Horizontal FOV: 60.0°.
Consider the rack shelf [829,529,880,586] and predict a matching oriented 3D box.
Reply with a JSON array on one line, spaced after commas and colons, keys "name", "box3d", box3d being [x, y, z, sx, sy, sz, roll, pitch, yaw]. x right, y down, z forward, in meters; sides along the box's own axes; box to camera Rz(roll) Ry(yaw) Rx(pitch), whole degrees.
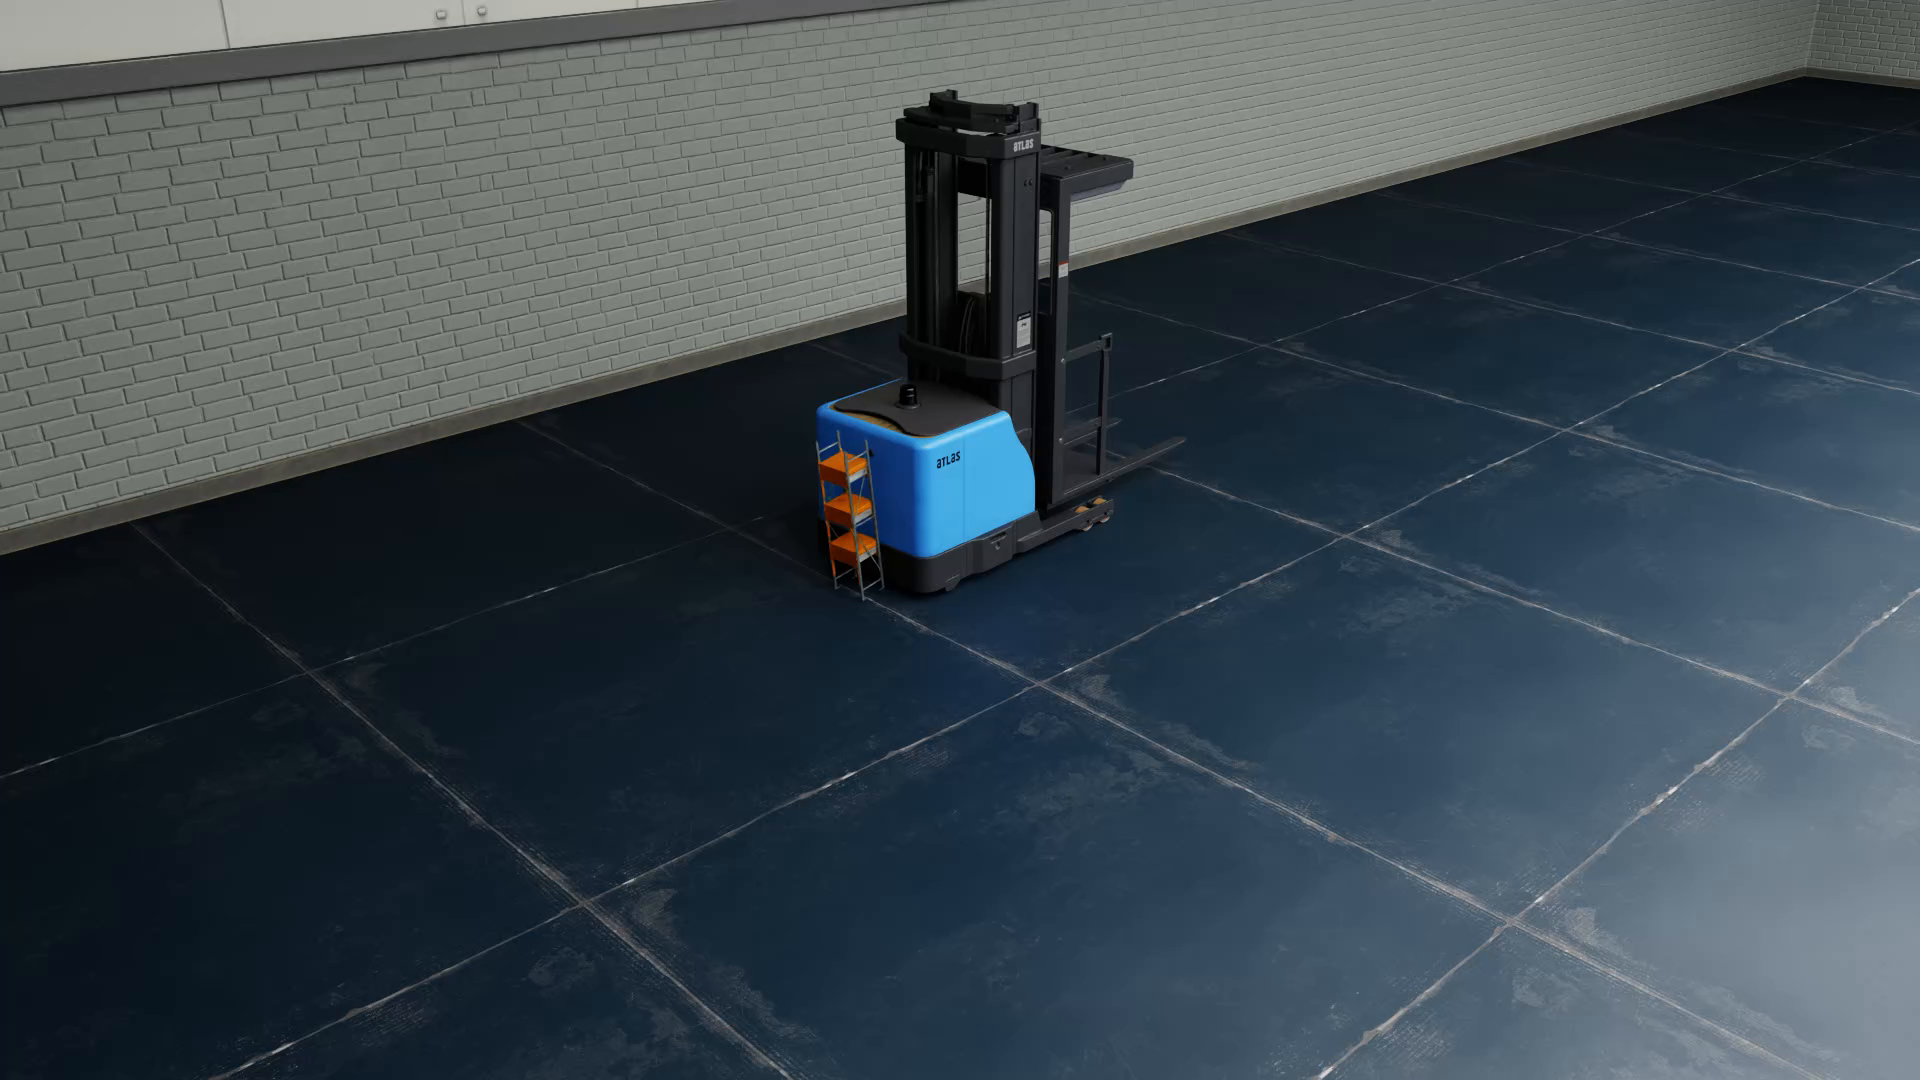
[{"name": "rack shelf", "box3d": [-0.661, 0.104, 10.527, 0.240, 0.259, 0.215, 20, 38, 37]}]

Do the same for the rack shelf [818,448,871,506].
[{"name": "rack shelf", "box3d": [-0.705, -0.383, 10.252, 0.240, 0.259, 0.215, 20, 38, 37]}]

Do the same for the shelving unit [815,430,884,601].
[{"name": "shelving unit", "box3d": [-0.683, -0.146, 10.385, 0.252, 1.050, 0.215, 20, 38, 37]}]

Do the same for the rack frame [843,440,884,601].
[{"name": "rack frame", "box3d": [-0.592, -0.113, 10.312, 0.008, 1.050, 0.200, 20, 38, 37]}]

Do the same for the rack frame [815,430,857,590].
[{"name": "rack frame", "box3d": [-0.775, -0.179, 10.459, 0.008, 1.050, 0.200, 20, 38, 37]}]

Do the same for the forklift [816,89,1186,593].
[{"name": "forklift", "box3d": [0.429, -1.525, 11.167, 1.130, 2.935, 3.031, 21, 32, 38]}]

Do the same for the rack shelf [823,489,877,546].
[{"name": "rack shelf", "box3d": [-0.683, -0.137, 10.391, 0.240, 0.259, 0.215, 20, 38, 37]}]
